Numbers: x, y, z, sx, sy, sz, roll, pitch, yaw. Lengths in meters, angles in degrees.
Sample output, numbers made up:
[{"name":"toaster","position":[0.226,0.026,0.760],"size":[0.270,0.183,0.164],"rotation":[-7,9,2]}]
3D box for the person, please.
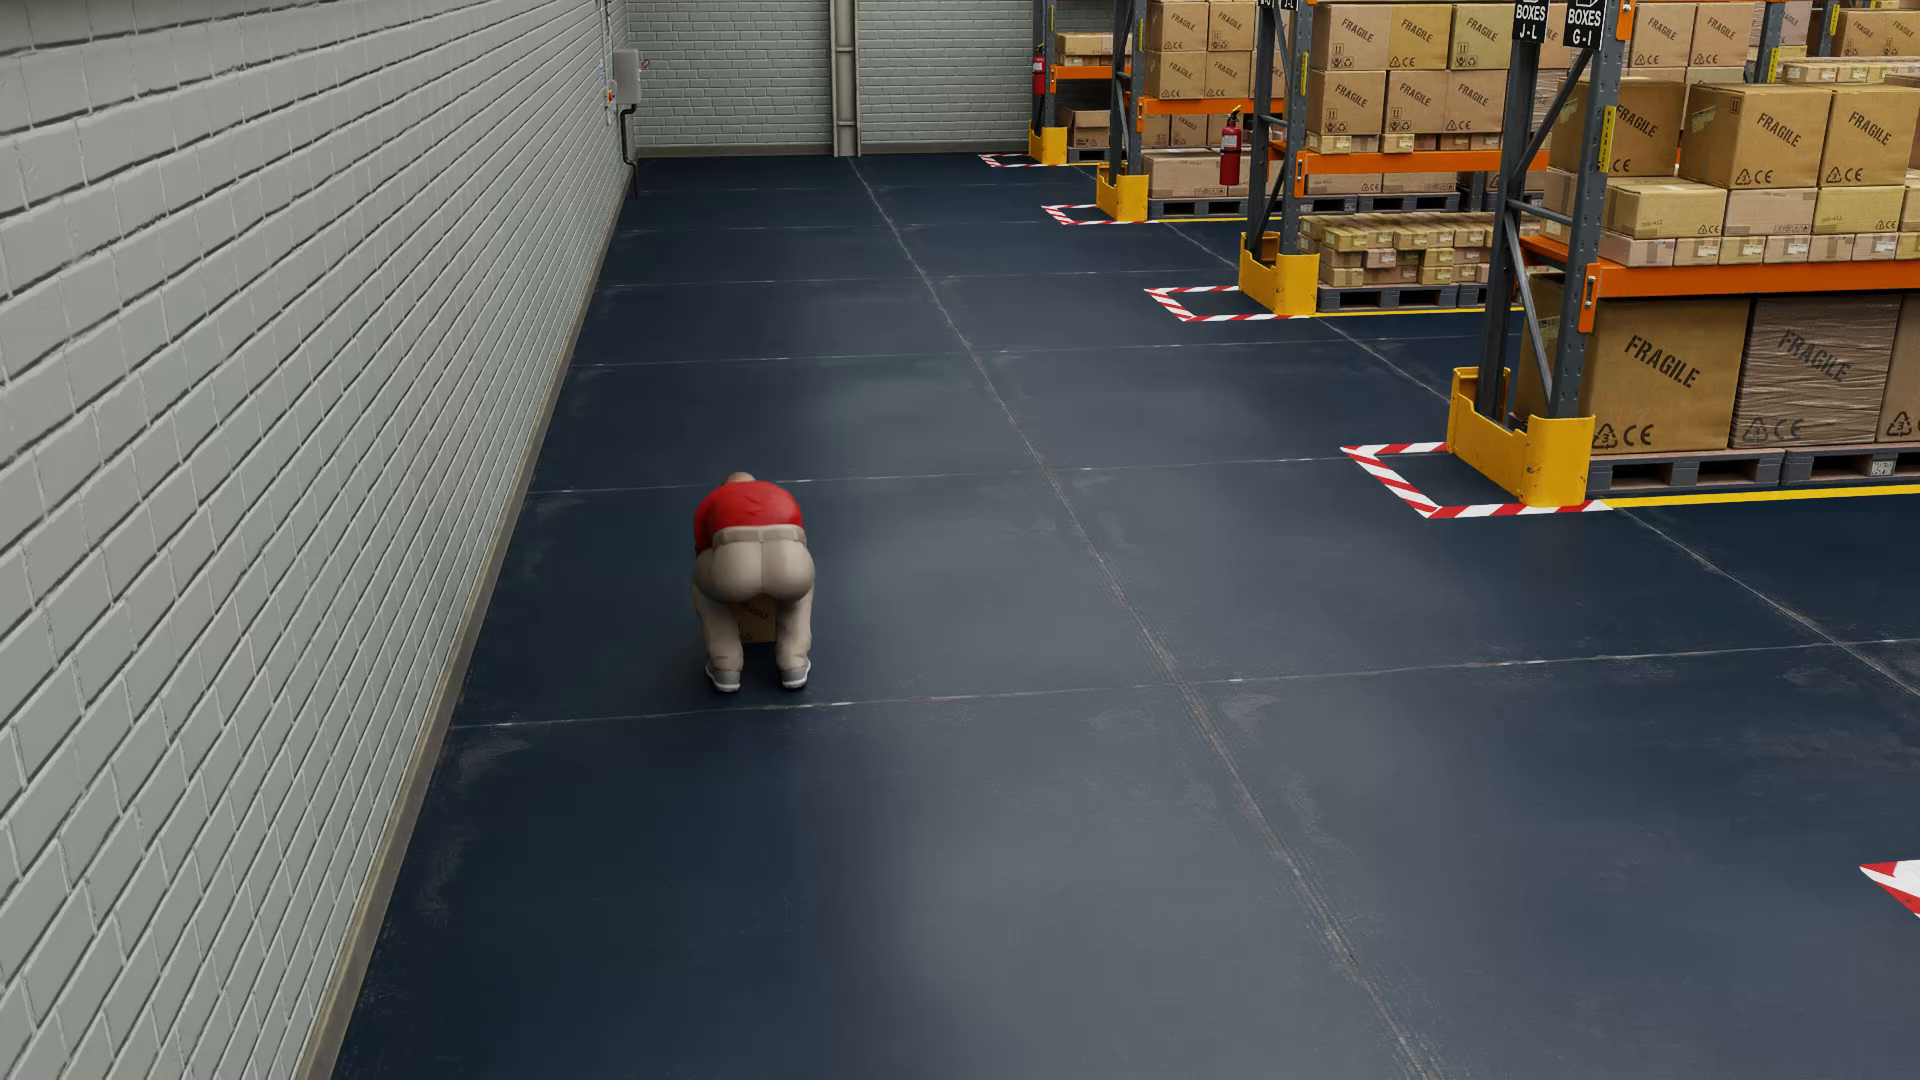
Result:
[{"name":"person","position":[-0.877,0.162,7.054],"size":[0.536,0.814,0.954],"rotation":[-3,20,-9]}]
